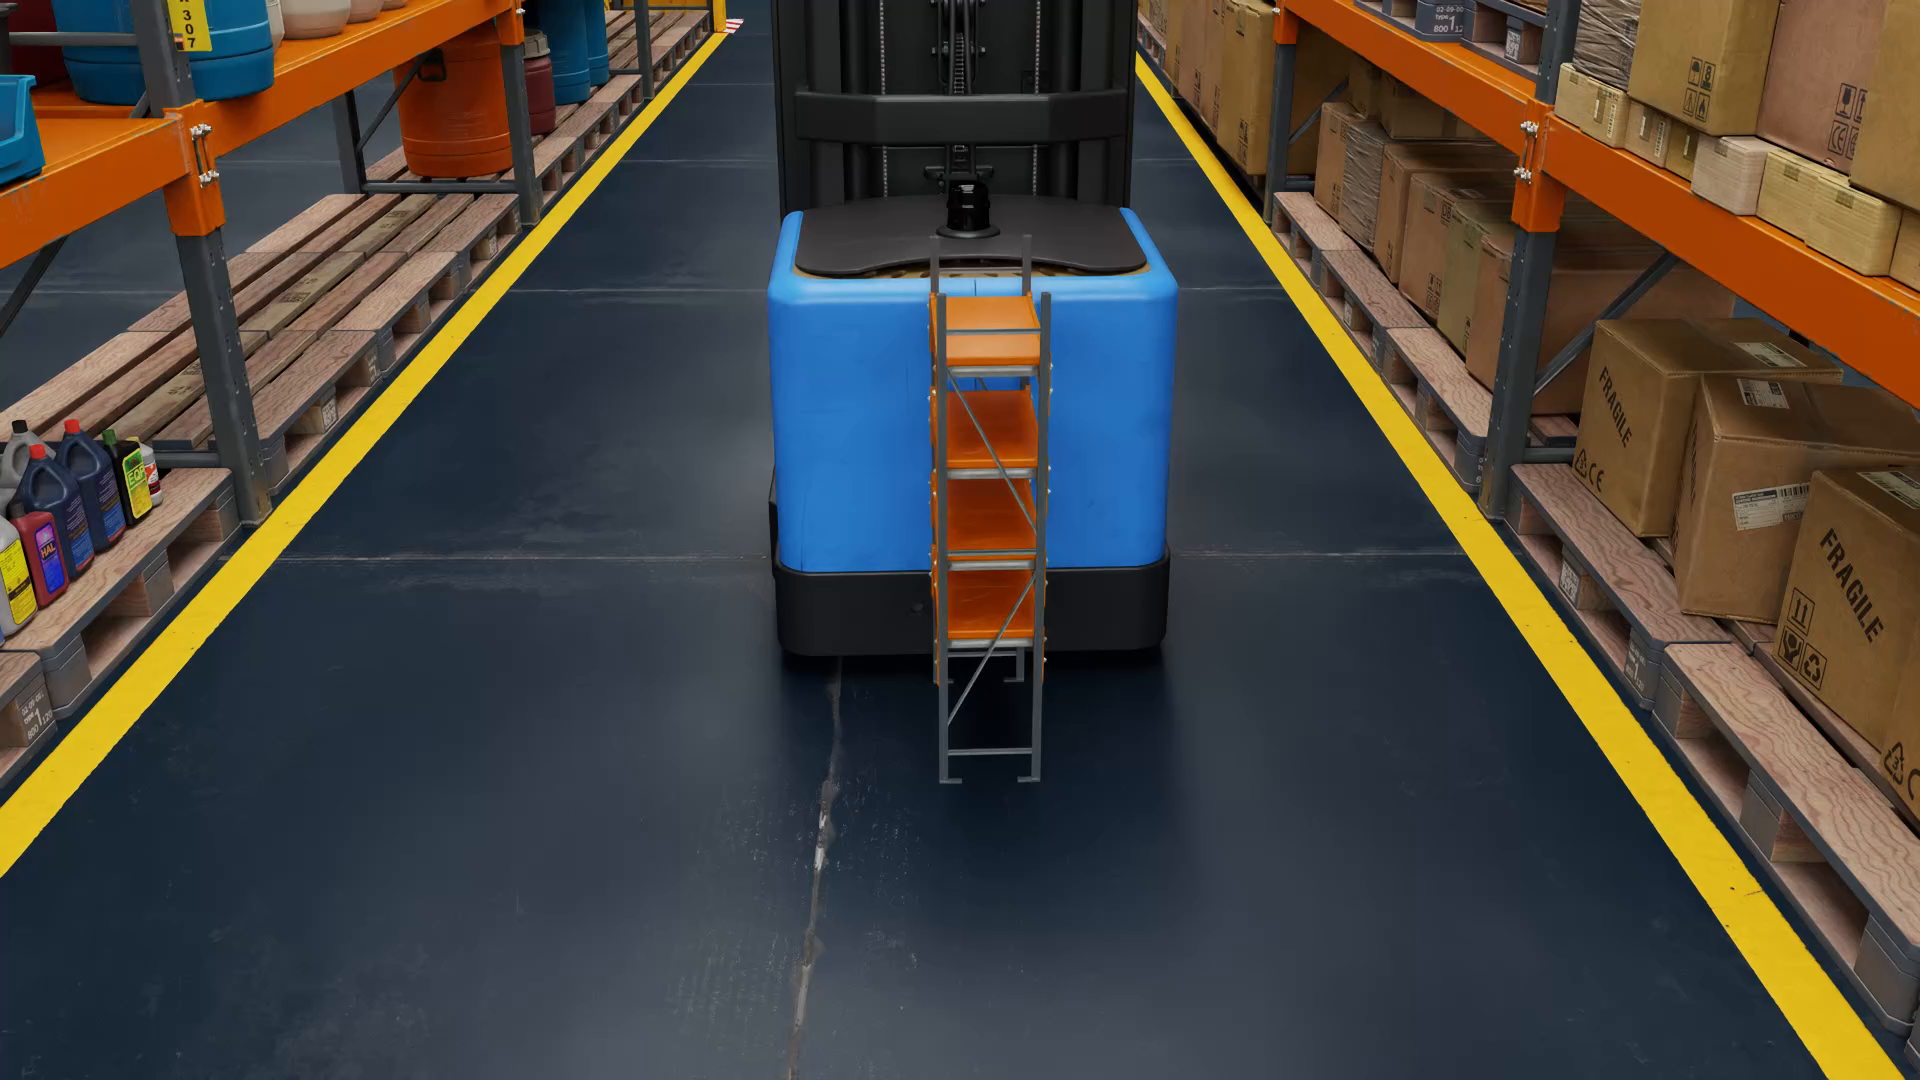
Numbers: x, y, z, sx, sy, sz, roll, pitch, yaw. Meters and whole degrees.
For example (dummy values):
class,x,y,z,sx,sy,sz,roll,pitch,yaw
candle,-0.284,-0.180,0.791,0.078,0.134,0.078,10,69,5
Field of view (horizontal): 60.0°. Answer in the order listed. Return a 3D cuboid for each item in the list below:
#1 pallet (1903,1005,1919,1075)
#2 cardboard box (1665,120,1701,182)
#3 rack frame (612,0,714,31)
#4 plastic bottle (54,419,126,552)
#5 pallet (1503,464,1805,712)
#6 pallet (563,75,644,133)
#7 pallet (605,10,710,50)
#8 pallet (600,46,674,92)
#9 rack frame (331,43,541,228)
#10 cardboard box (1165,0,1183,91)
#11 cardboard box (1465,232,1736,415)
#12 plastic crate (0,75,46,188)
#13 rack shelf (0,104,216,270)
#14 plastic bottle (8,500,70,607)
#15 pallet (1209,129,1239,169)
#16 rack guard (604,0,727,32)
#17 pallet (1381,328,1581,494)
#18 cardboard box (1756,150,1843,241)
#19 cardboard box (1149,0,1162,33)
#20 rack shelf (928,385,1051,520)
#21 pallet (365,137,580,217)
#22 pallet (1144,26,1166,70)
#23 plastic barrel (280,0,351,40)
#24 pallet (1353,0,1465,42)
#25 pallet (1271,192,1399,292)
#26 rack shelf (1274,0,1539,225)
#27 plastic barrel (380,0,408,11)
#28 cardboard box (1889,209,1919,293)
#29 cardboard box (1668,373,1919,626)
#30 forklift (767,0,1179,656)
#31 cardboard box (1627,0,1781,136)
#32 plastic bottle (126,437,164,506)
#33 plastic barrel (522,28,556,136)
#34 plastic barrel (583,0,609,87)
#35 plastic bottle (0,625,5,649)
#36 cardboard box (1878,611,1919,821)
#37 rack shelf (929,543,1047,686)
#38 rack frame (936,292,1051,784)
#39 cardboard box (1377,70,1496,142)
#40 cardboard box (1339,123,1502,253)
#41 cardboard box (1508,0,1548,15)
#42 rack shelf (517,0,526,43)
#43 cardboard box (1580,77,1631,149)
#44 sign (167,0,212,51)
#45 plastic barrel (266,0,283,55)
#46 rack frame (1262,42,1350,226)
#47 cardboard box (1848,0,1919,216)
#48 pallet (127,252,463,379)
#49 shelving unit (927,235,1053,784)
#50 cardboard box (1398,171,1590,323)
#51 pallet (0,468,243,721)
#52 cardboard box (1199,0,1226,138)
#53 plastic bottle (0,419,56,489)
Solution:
class,x,y,z,sx,sy,sz,roll,pitch,yaw
pallet,2.274,1.102,2.557,1.003,0.211,1.213,0,24,-1
cardboard box,1.939,-0.937,3.987,0.380,0.149,0.250,0,24,-1
rack frame,-2.879,-6.373,15.701,1.000,3.000,0.127,0,24,-1
plastic bottle,-2.453,-0.158,4.639,0.144,0.351,0.185,-1,24,-2
pallet,2.248,0.097,4.780,1.003,0.211,1.213,0,24,-1
pallet,-2.868,-3.136,11.928,1.003,0.211,1.213,0,24,-1
pallet,-2.908,-4.763,15.524,1.003,0.211,1.213,0,24,-1
pallet,-2.882,-3.757,13.301,1.003,0.211,1.213,0,24,-1
rack frame,-2.791,-3.077,8.412,1.000,3.000,0.127,0,24,-1
cardboard box,2.145,-3.707,11.874,1.225,0.875,0.875,0,24,0
cardboard box,2.220,-0.765,5.801,0.700,0.500,0.500,-2,24,-5
plastic crate,-2.464,-0.906,3.793,0.499,0.251,0.616,0,24,-1
rack shelf,-2.726,-0.276,3.094,1.077,0.370,4.000,0,24,-1
plastic bottle,-2.407,0.019,4.330,0.061,0.283,0.133,1,24,3
pallet,2.218,-2.655,10.864,1.003,0.211,1.213,0,24,-1
rack guard,-2.892,-5.244,16.238,1.175,0.500,0.348,0,24,-1
pallet,2.195,-0.501,6.101,1.003,0.211,1.213,0,24,-1
cardboard box,1.945,-0.731,3.531,0.380,0.149,0.250,0,24,-1
cardboard box,2.171,-4.980,14.690,0.875,0.875,0.875,0,24,-1
rack shelf,0.060,-0.213,3.885,0.258,0.148,0.480,-1,24,-2
pallet,-2.842,-2.131,9.705,1.003,0.211,1.213,0,24,-1
pallet,2.171,-4.294,14.488,1.003,0.211,1.213,0,24,-1
plastic barrel,-2.547,-2.188,6.282,0.433,0.535,0.433,0,24,0
pallet,2.224,-2.196,6.698,1.003,0.211,1.213,0,24,-1
pallet,2.168,-1.506,8.324,1.003,0.211,1.213,0,24,-1
rack shelf,2.183,-1.947,6.788,1.077,0.370,4.000,0,24,-1
plastic barrel,-2.562,-2.531,7.070,0.421,0.512,0.421,0,24,0
cardboard box,1.984,-0.525,3.076,0.380,0.149,0.250,0,24,-1
cardboard box,2.183,-0.102,4.359,0.500,0.500,0.500,8,25,16
forklift,-0.027,-1.593,5.215,1.130,2.935,3.031,-1,24,-2
cardboard box,2.118,-1.240,3.869,0.875,0.500,0.500,0,24,-1
plastic bottle,-2.432,-0.206,4.927,0.097,0.201,0.097,0,24,0
plastic barrel,-2.826,-2.836,10.297,0.600,0.588,0.708,0,24,-1
plastic barrel,-2.846,-3.736,11.907,0.600,0.901,0.708,0,24,-1
plastic bottle,-2.449,0.155,4.038,0.152,0.276,0.135,0,24,0
cardboard box,2.230,0.384,3.285,0.500,0.500,0.500,2,24,4
rack shelf,0.060,0.172,4.059,0.258,0.148,0.480,-1,24,-2
rack frame,0.071,0.030,3.727,0.240,1.200,0.015,-1,24,-2
cardboard box,2.215,-2.008,7.638,0.500,0.250,0.500,2,24,5
cardboard box,2.207,-1.656,7.771,0.700,0.500,0.500,-2,24,-5
cardboard box,2.336,-2.243,5.332,1.000,1.000,1.000,0,24,0
rack shelf,-2.813,-3.573,10.383,1.077,0.370,4.000,0,24,-1
cardboard box,1.896,-1.143,4.442,0.380,0.149,0.250,0,24,-1
sign,-2.198,-1.552,4.706,0.100,0.325,0.005,0,24,-1
plastic barrel,-2.539,-1.885,5.614,0.433,0.535,0.433,0,24,0
rack frame,2.161,-3.099,8.462,1.000,3.000,0.127,0,24,-1
cardboard box,2.189,-0.828,2.958,0.875,0.500,0.500,0,24,-1
pallet,-2.811,-0.985,7.172,1.003,0.211,1.213,0,24,-1
shelving unit,0.060,-0.070,3.949,0.258,1.200,0.503,-1,24,-2
cardboard box,2.227,-1.192,6.746,0.700,0.500,0.500,-2,24,-5
pallet,-2.782,0.119,4.730,1.003,0.211,1.213,0,24,-1
cardboard box,2.173,-2.974,10.254,1.225,0.875,0.875,0,24,0
plastic bottle,-2.597,-0.157,4.638,0.144,0.351,0.185,0,24,-1
